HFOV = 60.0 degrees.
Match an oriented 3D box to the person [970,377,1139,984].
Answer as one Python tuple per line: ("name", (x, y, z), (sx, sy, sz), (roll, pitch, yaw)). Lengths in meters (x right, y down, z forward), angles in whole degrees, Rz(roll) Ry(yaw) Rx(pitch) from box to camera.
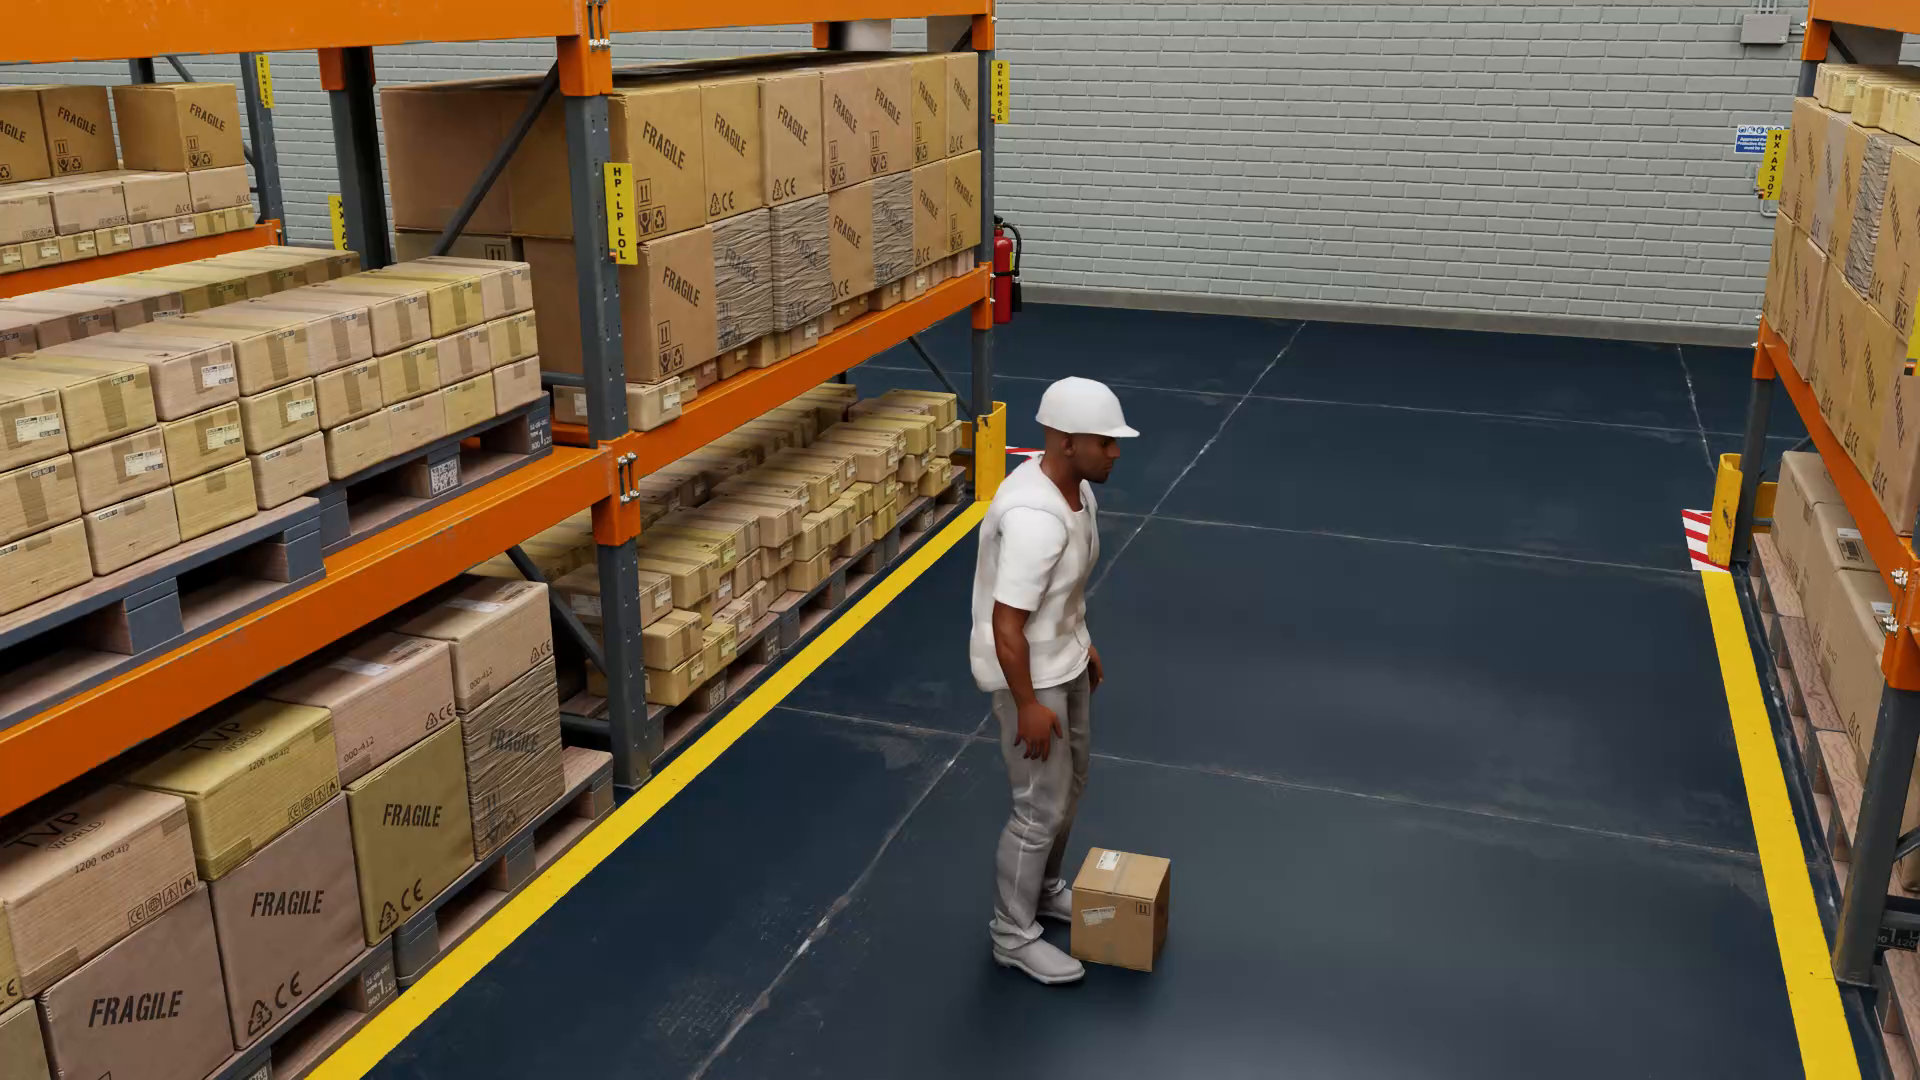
("person", (0.270, 0.389, 4.877), (0.457, 1.758, 0.626), (6, 20, 18))
